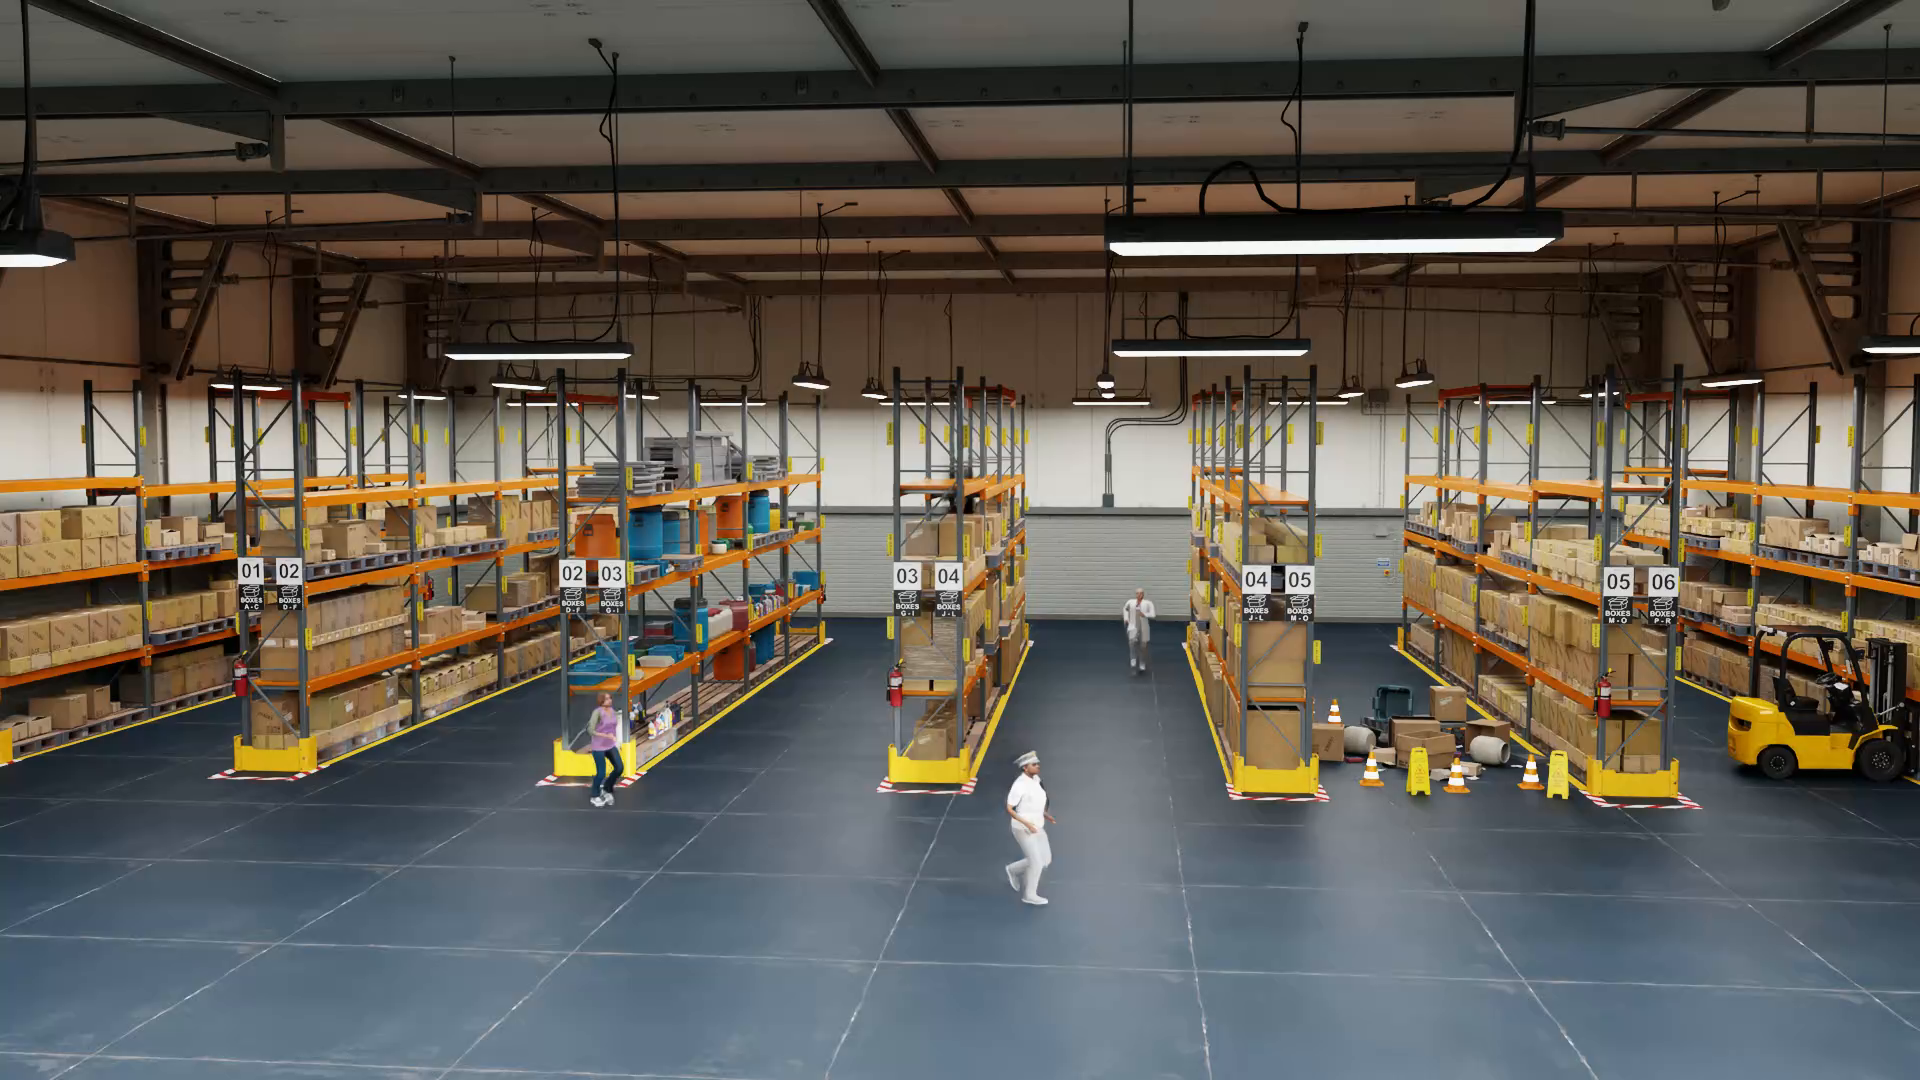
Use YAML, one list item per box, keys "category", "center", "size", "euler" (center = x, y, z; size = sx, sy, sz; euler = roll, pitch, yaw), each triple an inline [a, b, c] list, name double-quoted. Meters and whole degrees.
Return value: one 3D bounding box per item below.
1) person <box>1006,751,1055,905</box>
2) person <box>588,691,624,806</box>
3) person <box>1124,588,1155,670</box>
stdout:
- category: "person"
  center: [0.701, 3.067, 17.813]
  size: [0.581, 1.655, 0.562]
  euler: [2, 4, 33]
- category: "person"
  center: [-4.775, 2.828, 22.417]
  size: [0.626, 1.561, 0.543]
  euler: [3, 4, 37]
- category: "person"
  center: [3.777, 1.924, 35.067]
  size: [0.680, 1.675, 0.923]
  euler: [1, 4, 8]
